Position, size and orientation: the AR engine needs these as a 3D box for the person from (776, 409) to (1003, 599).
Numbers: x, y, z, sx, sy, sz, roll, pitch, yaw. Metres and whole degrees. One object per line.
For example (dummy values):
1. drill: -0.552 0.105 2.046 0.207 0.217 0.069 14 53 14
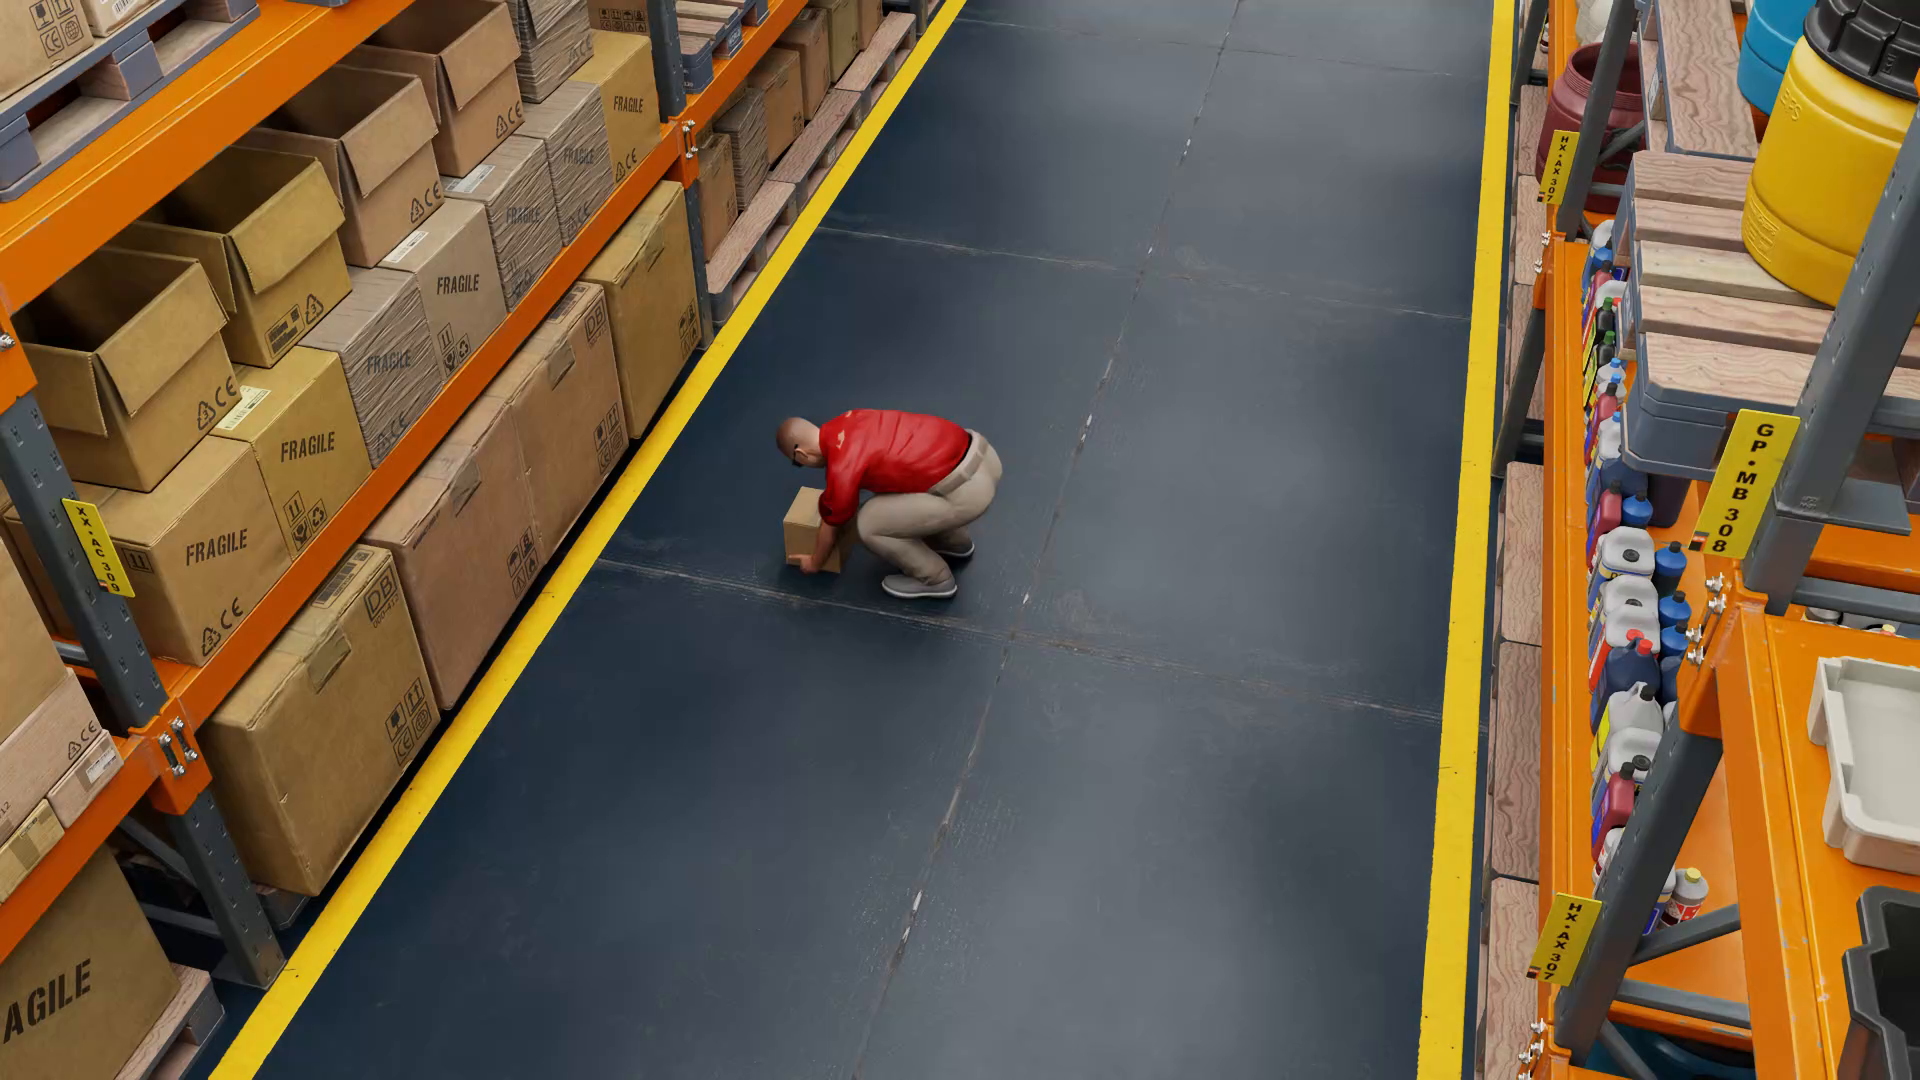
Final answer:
1. person: -0.303 -0.179 7.128 0.945 0.791 0.531 9 42 10
